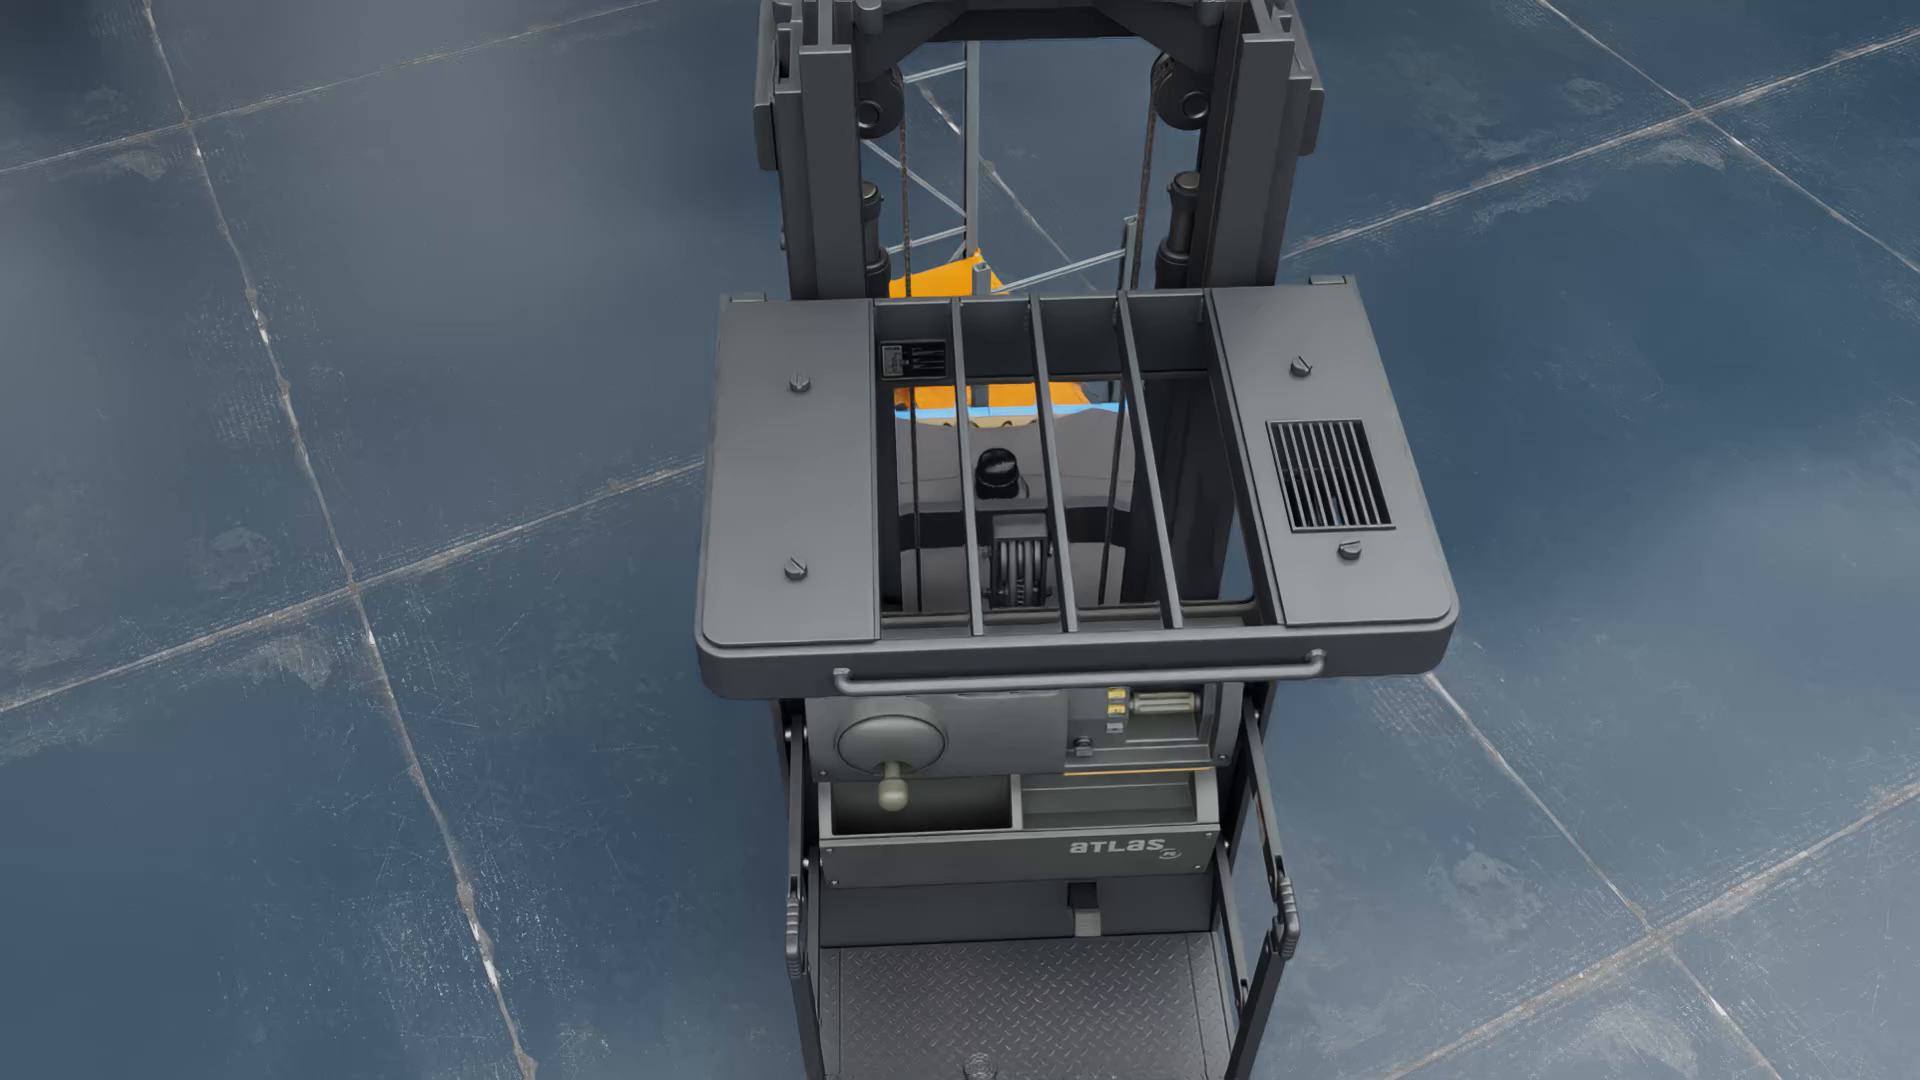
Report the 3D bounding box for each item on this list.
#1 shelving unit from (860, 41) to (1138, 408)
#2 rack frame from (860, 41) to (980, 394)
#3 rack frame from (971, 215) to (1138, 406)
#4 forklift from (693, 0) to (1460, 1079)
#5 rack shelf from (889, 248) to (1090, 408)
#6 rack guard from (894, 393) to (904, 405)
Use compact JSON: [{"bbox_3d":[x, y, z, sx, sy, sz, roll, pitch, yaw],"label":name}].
[{"bbox_3d":[0.042,-0.655,5.326,0.587,1.500,1.083,-20,52,-16],"label":"shelving unit"},{"bbox_3d":[-0.171,-0.995,5.623,0.500,1.500,0.032,-20,52,-16],"label":"rack frame"},{"bbox_3d":[0.263,-0.303,5.018,0.500,1.500,0.032,-20,52,-16],"label":"rack frame"},{"bbox_3d":[0.149,0.472,3.390,1.130,2.935,3.031,-2,49,-2],"label":"forklift"},{"bbox_3d":[0.046,-0.530,5.456,0.538,0.185,1.000,-20,52,-16],"label":"rack shelf"},{"bbox_3d":[-0.171,-0.582,6.093,0.587,0.250,0.087,-20,52,-16],"label":"rack guard"}]
